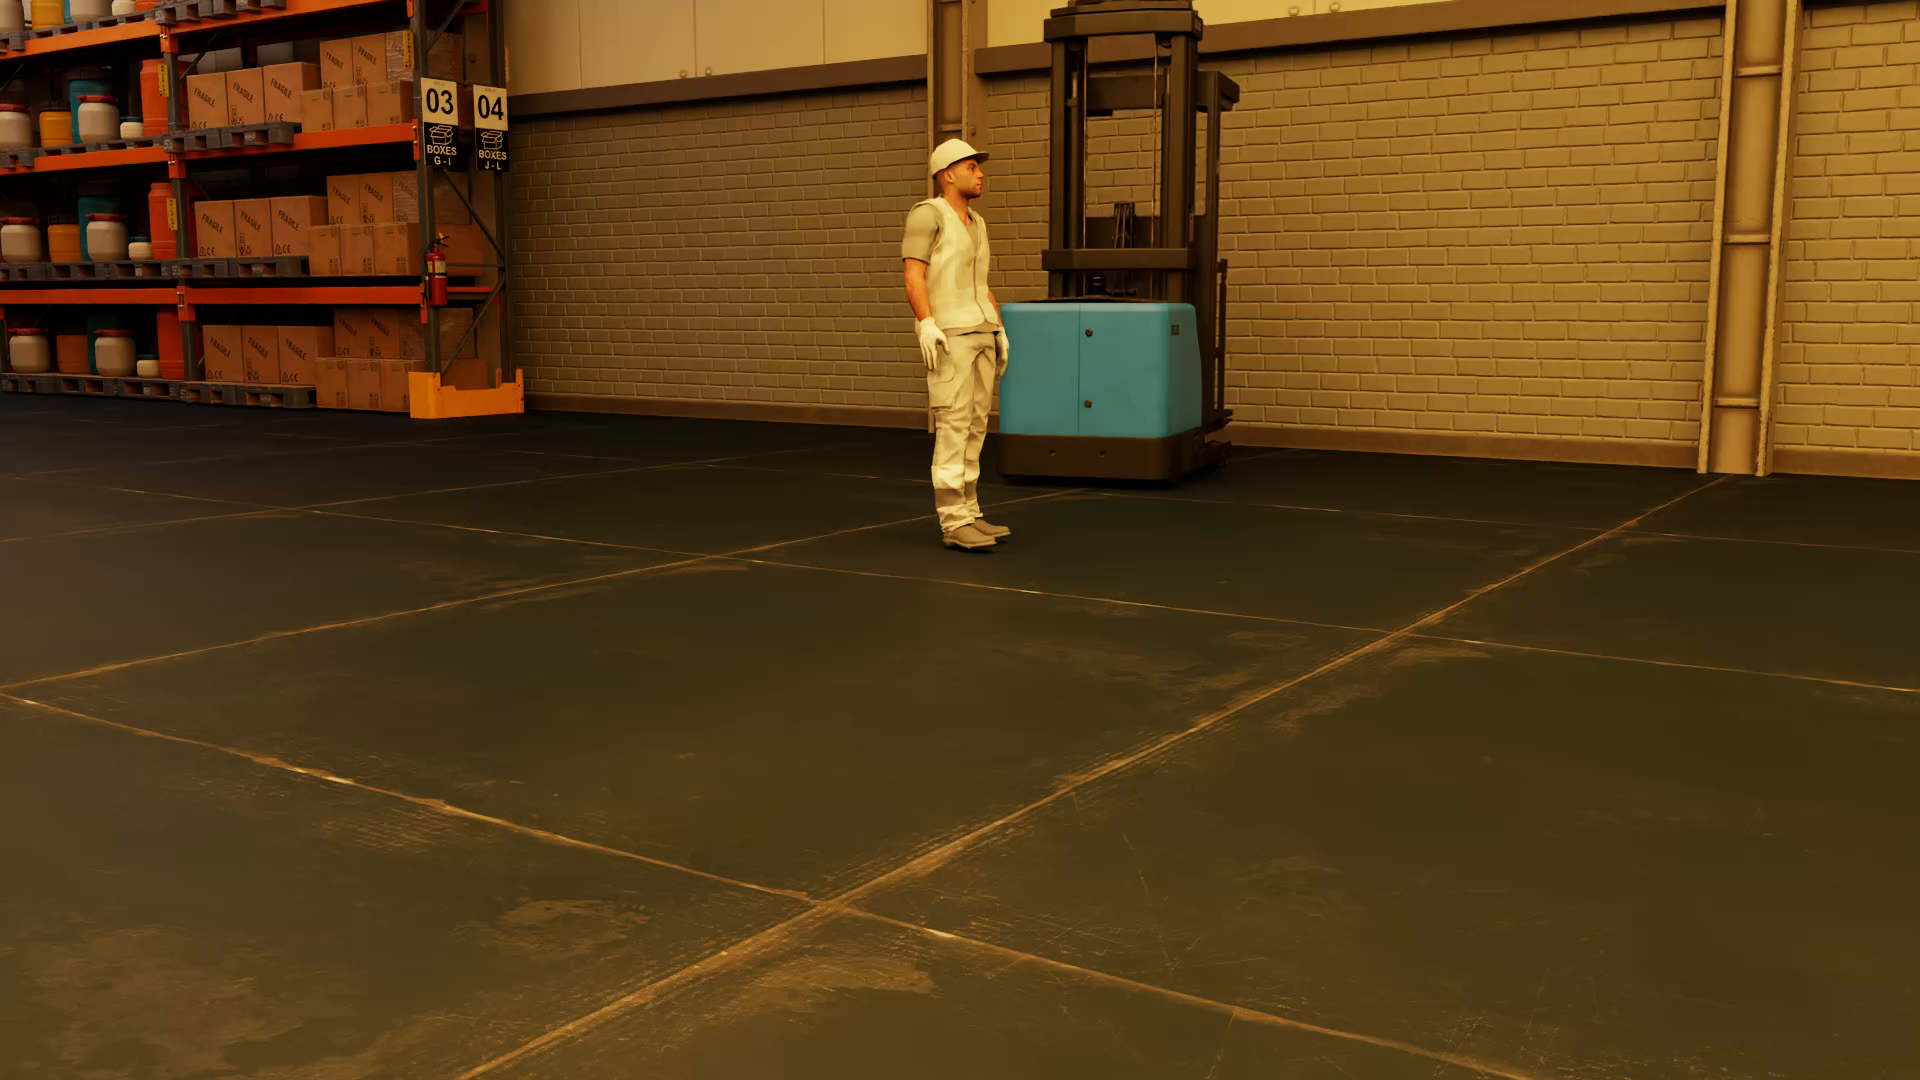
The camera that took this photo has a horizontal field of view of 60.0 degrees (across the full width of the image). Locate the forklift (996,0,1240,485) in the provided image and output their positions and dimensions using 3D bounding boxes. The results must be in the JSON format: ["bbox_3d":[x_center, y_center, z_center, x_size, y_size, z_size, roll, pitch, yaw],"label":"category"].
[{"bbox_3d":[1.187,-1.944,10.867,1.130,2.935,3.031,3,9,19],"label":"forklift"}]

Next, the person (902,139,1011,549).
[{"bbox_3d":[0.060,-0.885,7.422,0.562,1.790,0.637,5,10,34],"label":"person"}]
